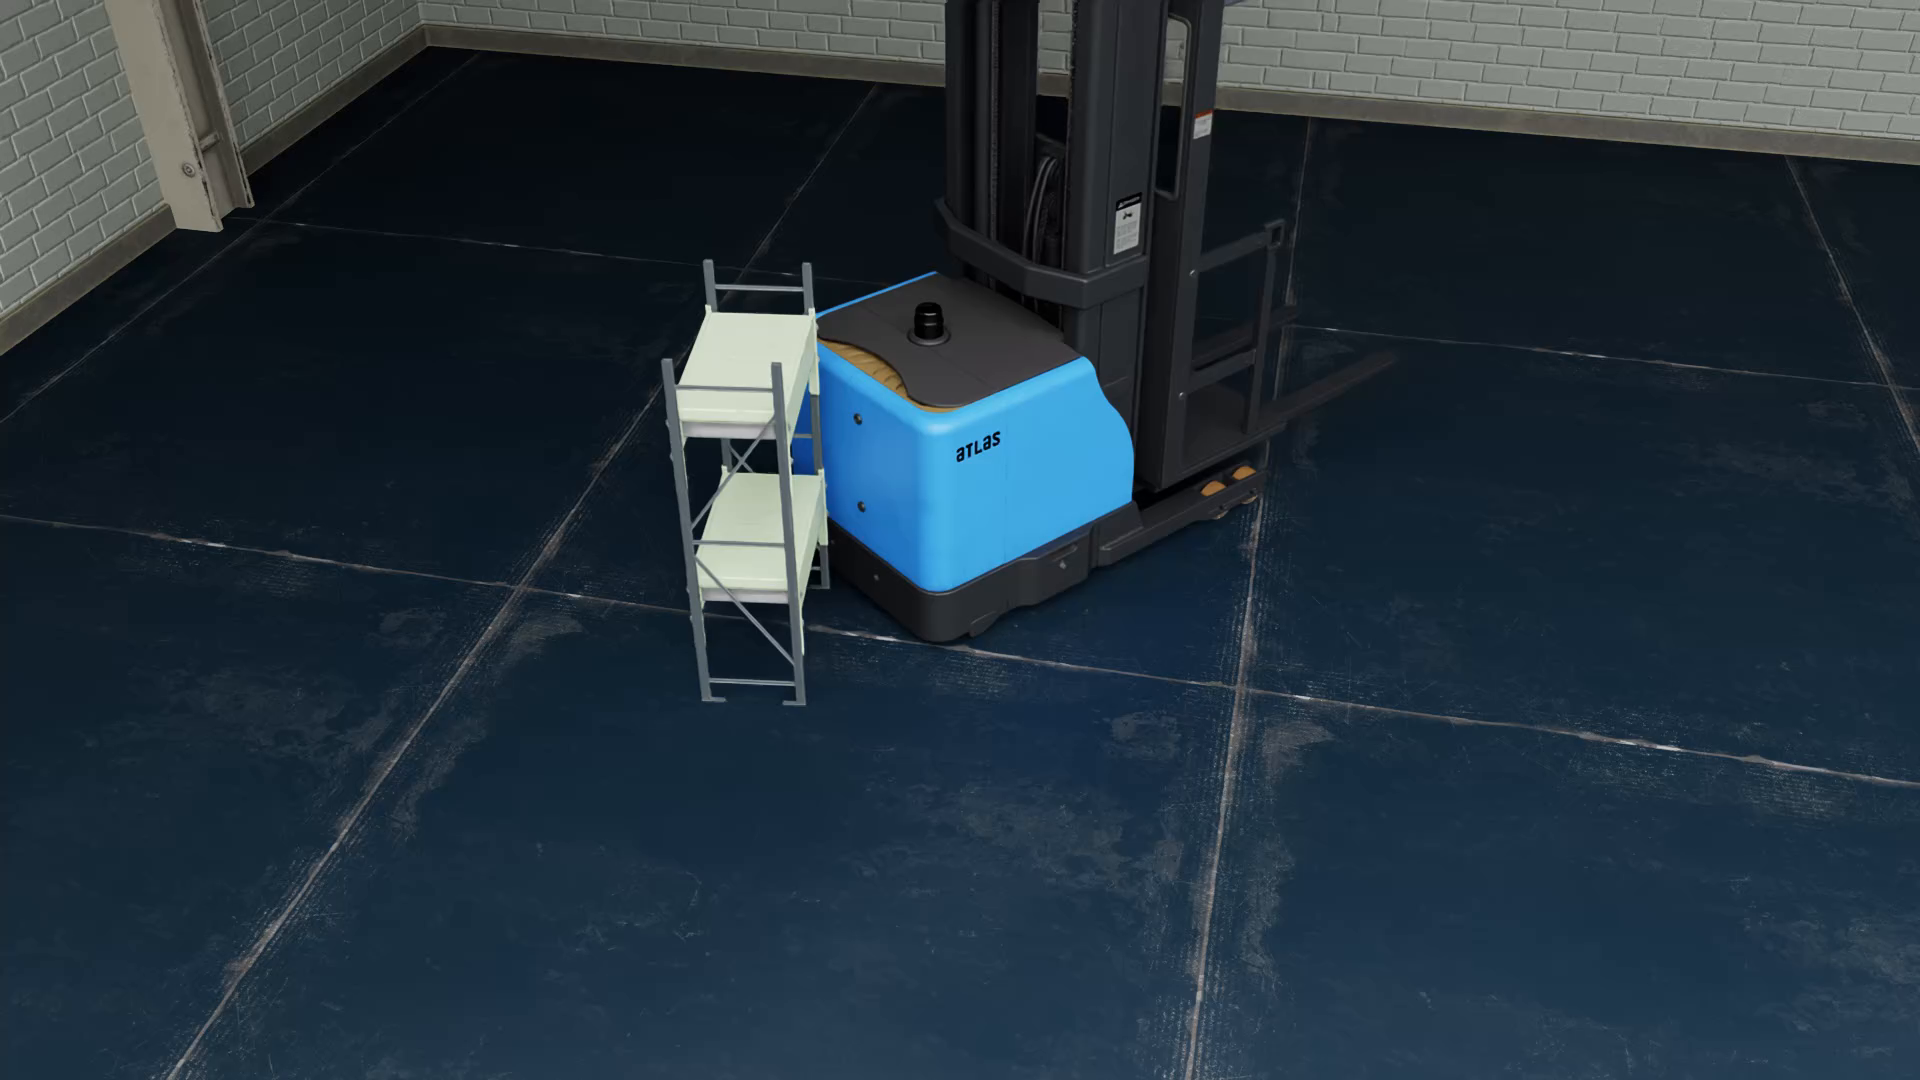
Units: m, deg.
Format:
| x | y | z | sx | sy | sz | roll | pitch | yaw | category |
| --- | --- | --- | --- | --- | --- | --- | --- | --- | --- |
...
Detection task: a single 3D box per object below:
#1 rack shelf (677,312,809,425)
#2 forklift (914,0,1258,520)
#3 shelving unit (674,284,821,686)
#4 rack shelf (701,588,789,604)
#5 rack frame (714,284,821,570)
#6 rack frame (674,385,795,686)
| x | y | z | sx | sy | sz | roll | pitch | yaw | category |
| --- | --- | --- | --- | --- | --- | --- | --- | --- | --- |
| -0.767 | -0.622 | 5.937 | 0.368 | 0.052 | 0.686 | 2 | 36 | 3 | rack shelf |
| 0.755 | -1.491 | 6.810 | 3.031 | 2.935 | 1.109 | -25 | 43 | -31 | forklift |
| -0.769 | -0.198 | 6.244 | 0.380 | 1.308 | 0.742 | 2 | 36 | 3 | shelving unit |
| -0.767 | 0.009 | 6.394 | 0.332 | 0.071 | 0.664 | 2 | 36 | 3 | rack shelf |
| -0.745 | -0.412 | 6.540 | 0.380 | 1.308 | 0.010 | 2 | 36 | 3 | rack frame |
| -0.792 | 0.017 | 5.949 | 0.380 | 1.308 | 0.010 | 2 | 36 | 3 | rack frame |
